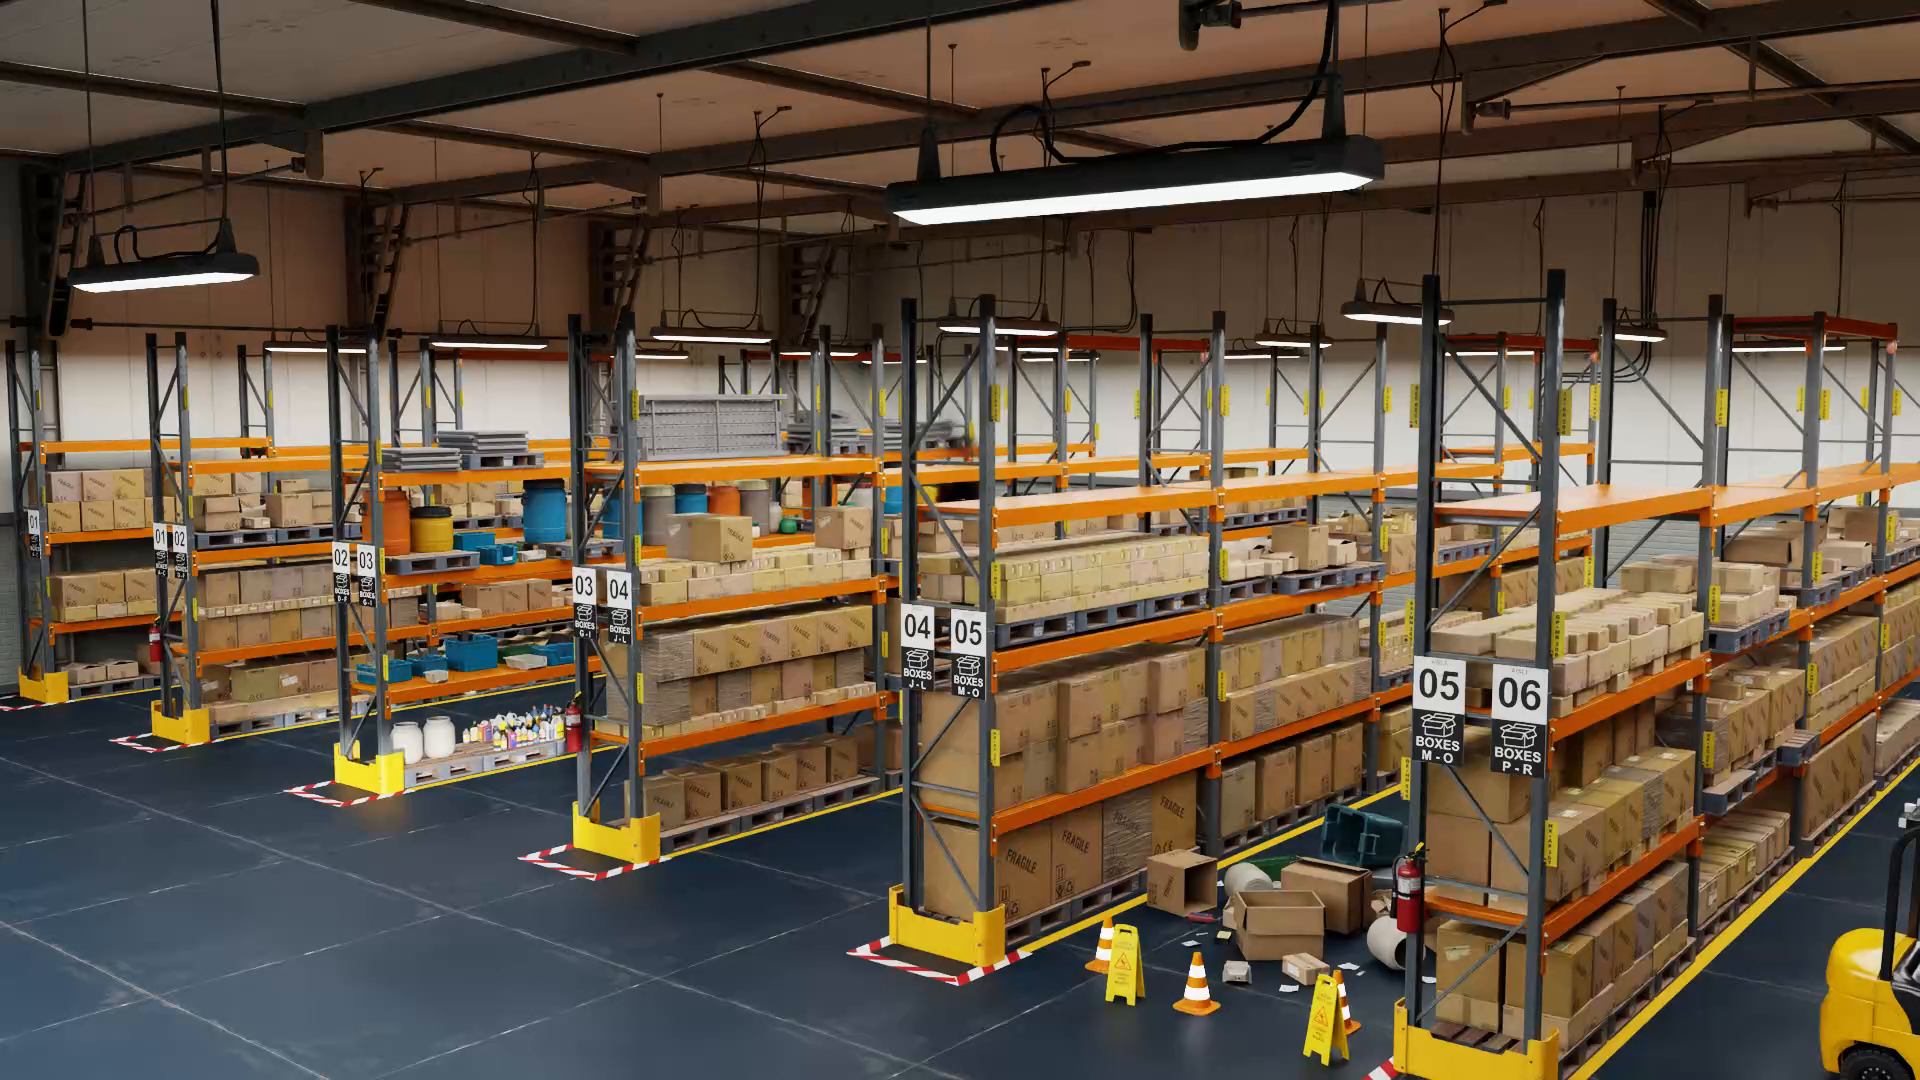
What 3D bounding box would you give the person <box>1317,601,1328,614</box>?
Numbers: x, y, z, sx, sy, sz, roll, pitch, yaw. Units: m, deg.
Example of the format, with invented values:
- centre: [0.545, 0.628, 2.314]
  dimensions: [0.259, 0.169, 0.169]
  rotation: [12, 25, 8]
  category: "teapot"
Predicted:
- centre: [6.804, 1.471, 32.001]
  dimensions: [0.613, 1.731, 0.727]
  rotation: [-4, 6, -38]
  category: "person"
